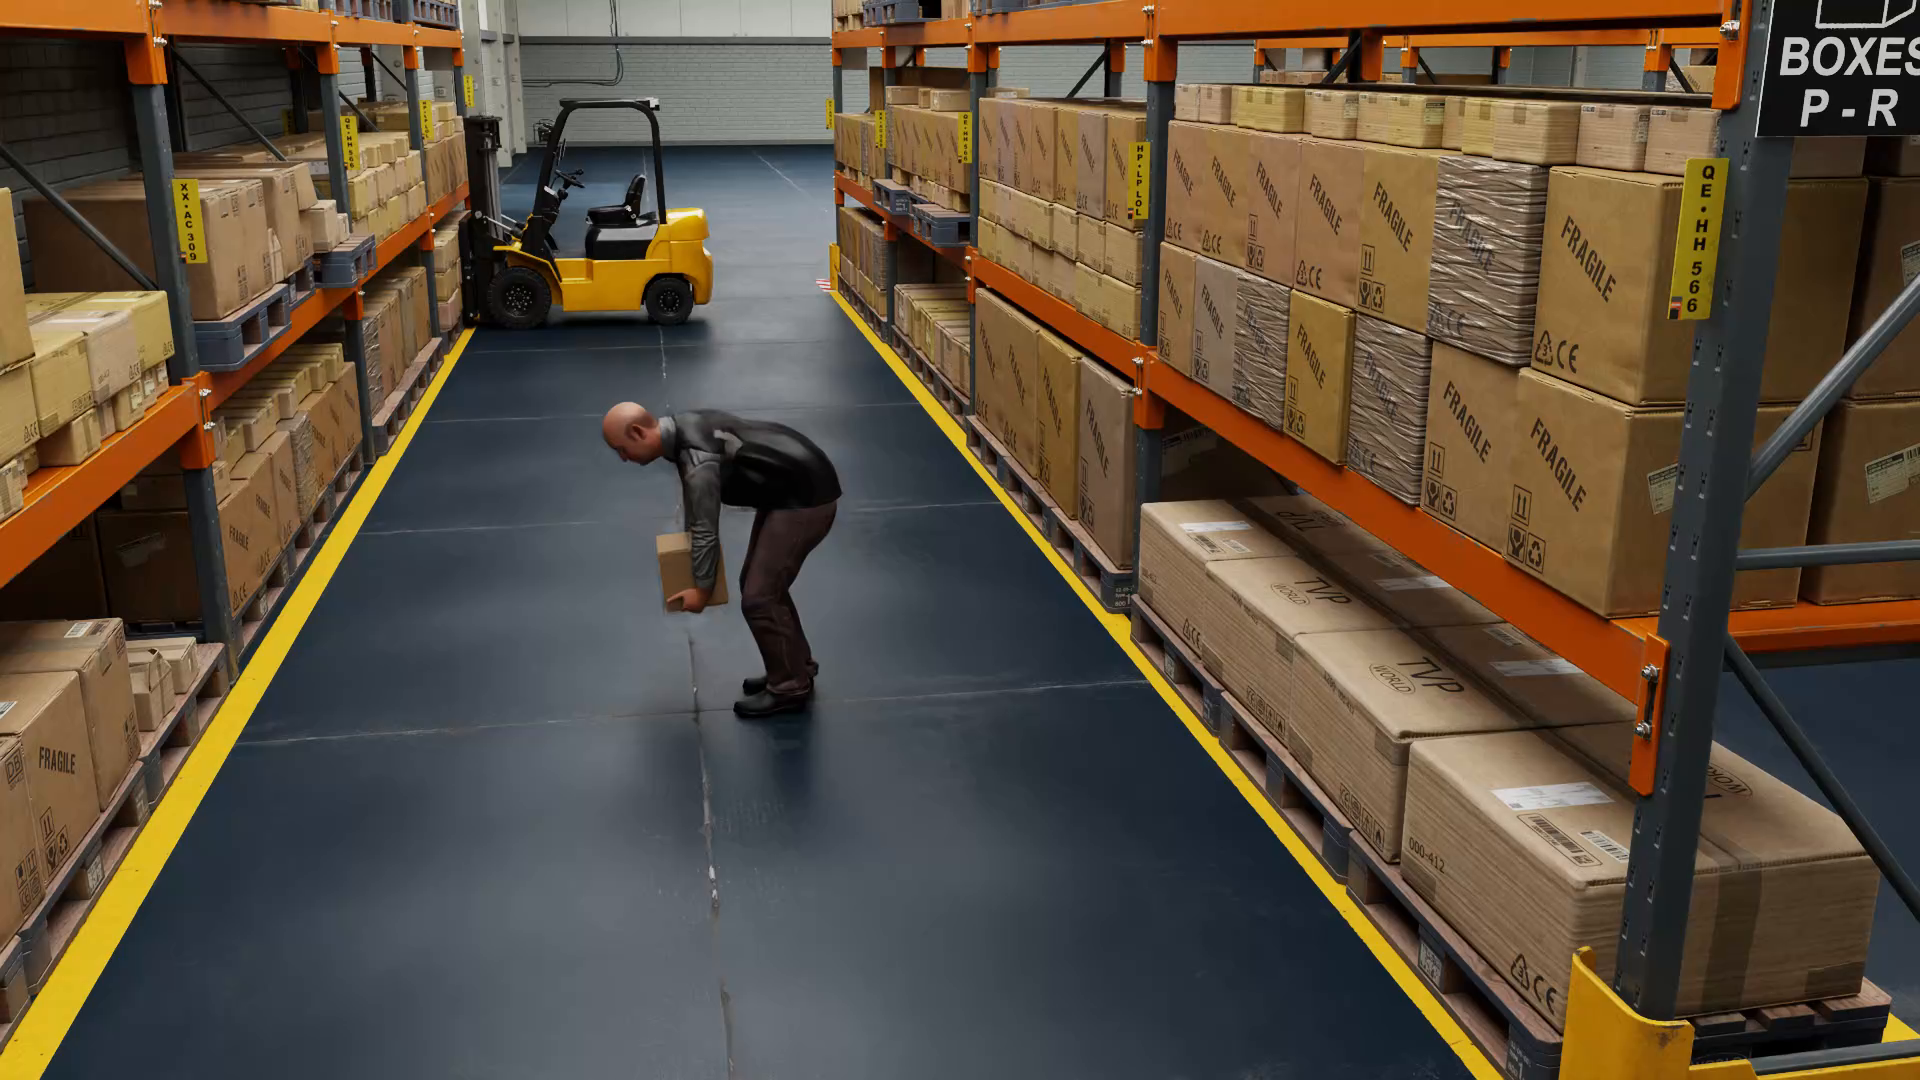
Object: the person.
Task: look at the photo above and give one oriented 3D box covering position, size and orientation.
[{"bbox_3d":[-0.932,0.064,6.655,0.916,1.281,0.463,-4,17,-12],"label":"person"}]
